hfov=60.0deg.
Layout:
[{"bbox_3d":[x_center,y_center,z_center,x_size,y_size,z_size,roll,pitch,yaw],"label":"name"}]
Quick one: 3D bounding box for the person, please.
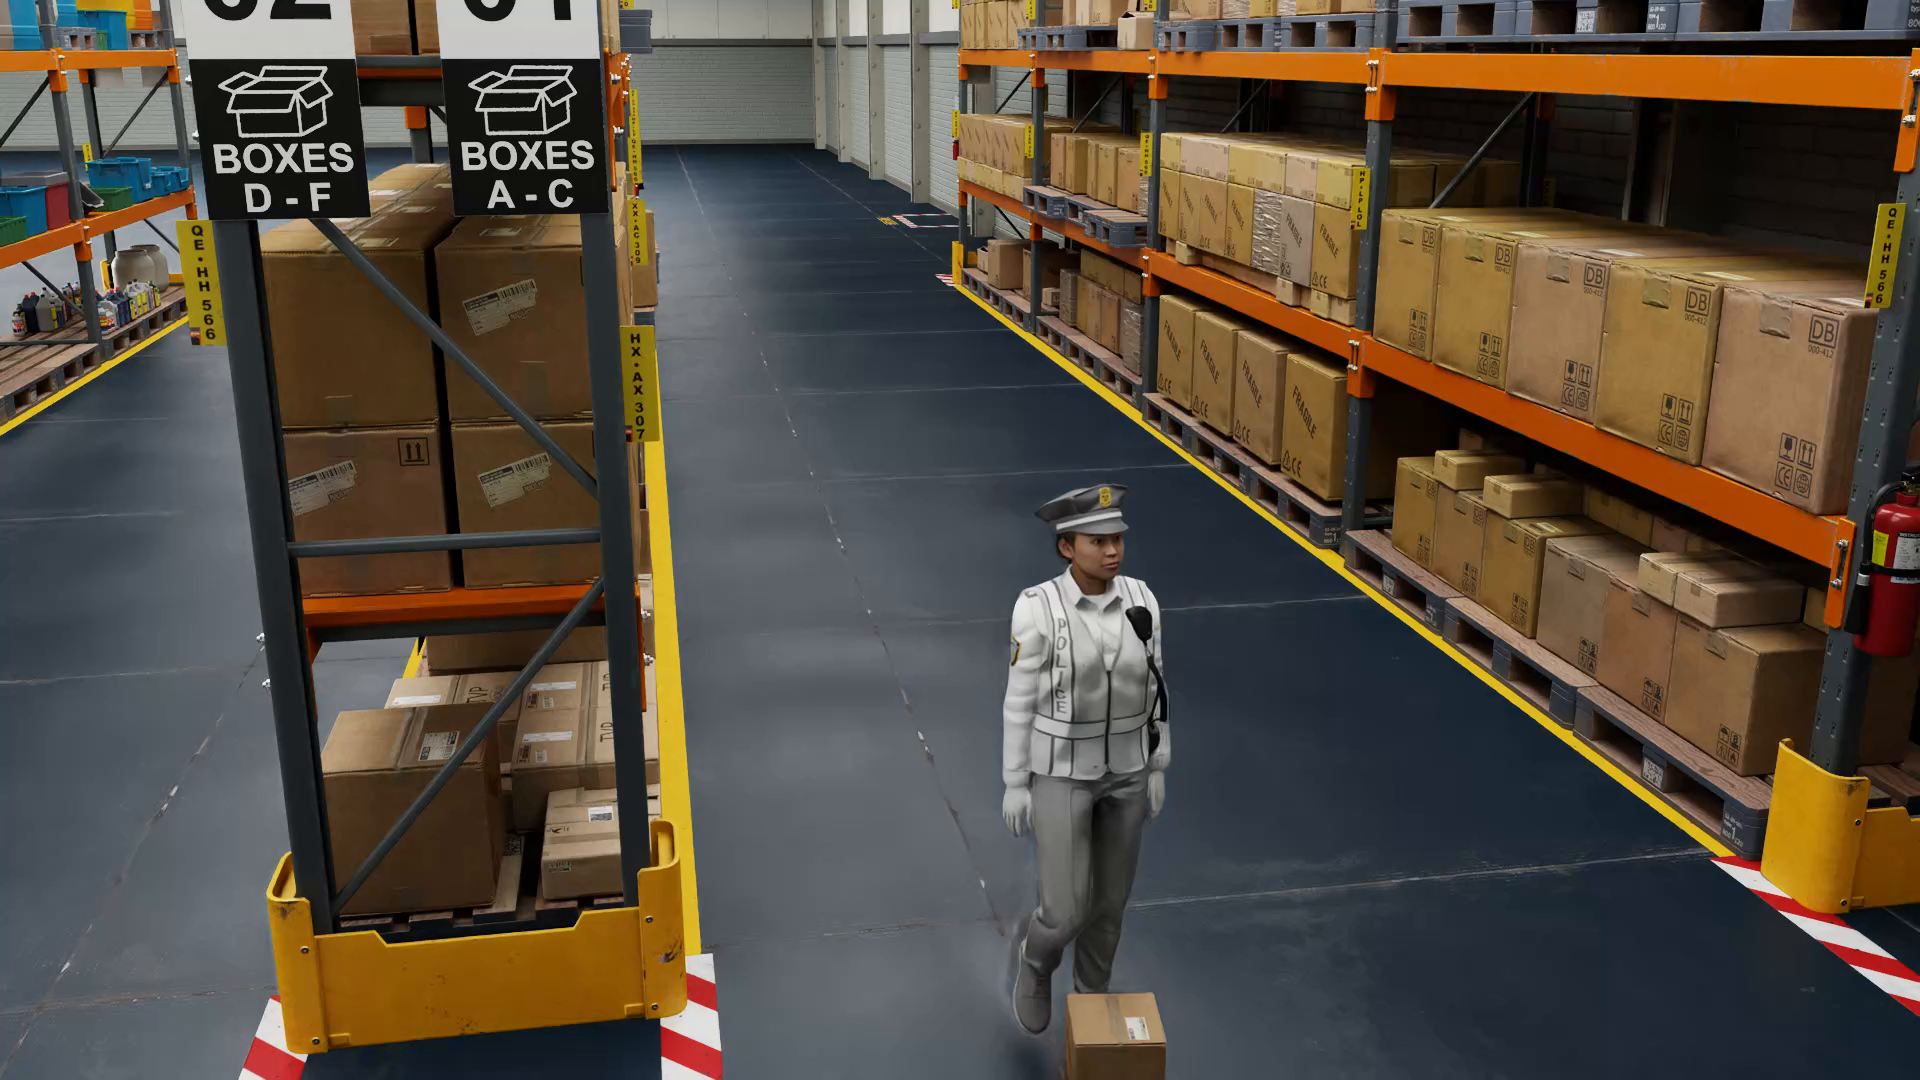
[{"bbox_3d":[0.374,0.658,4.658,0.499,1.691,0.433,-6,17,-19],"label":"person"}]
